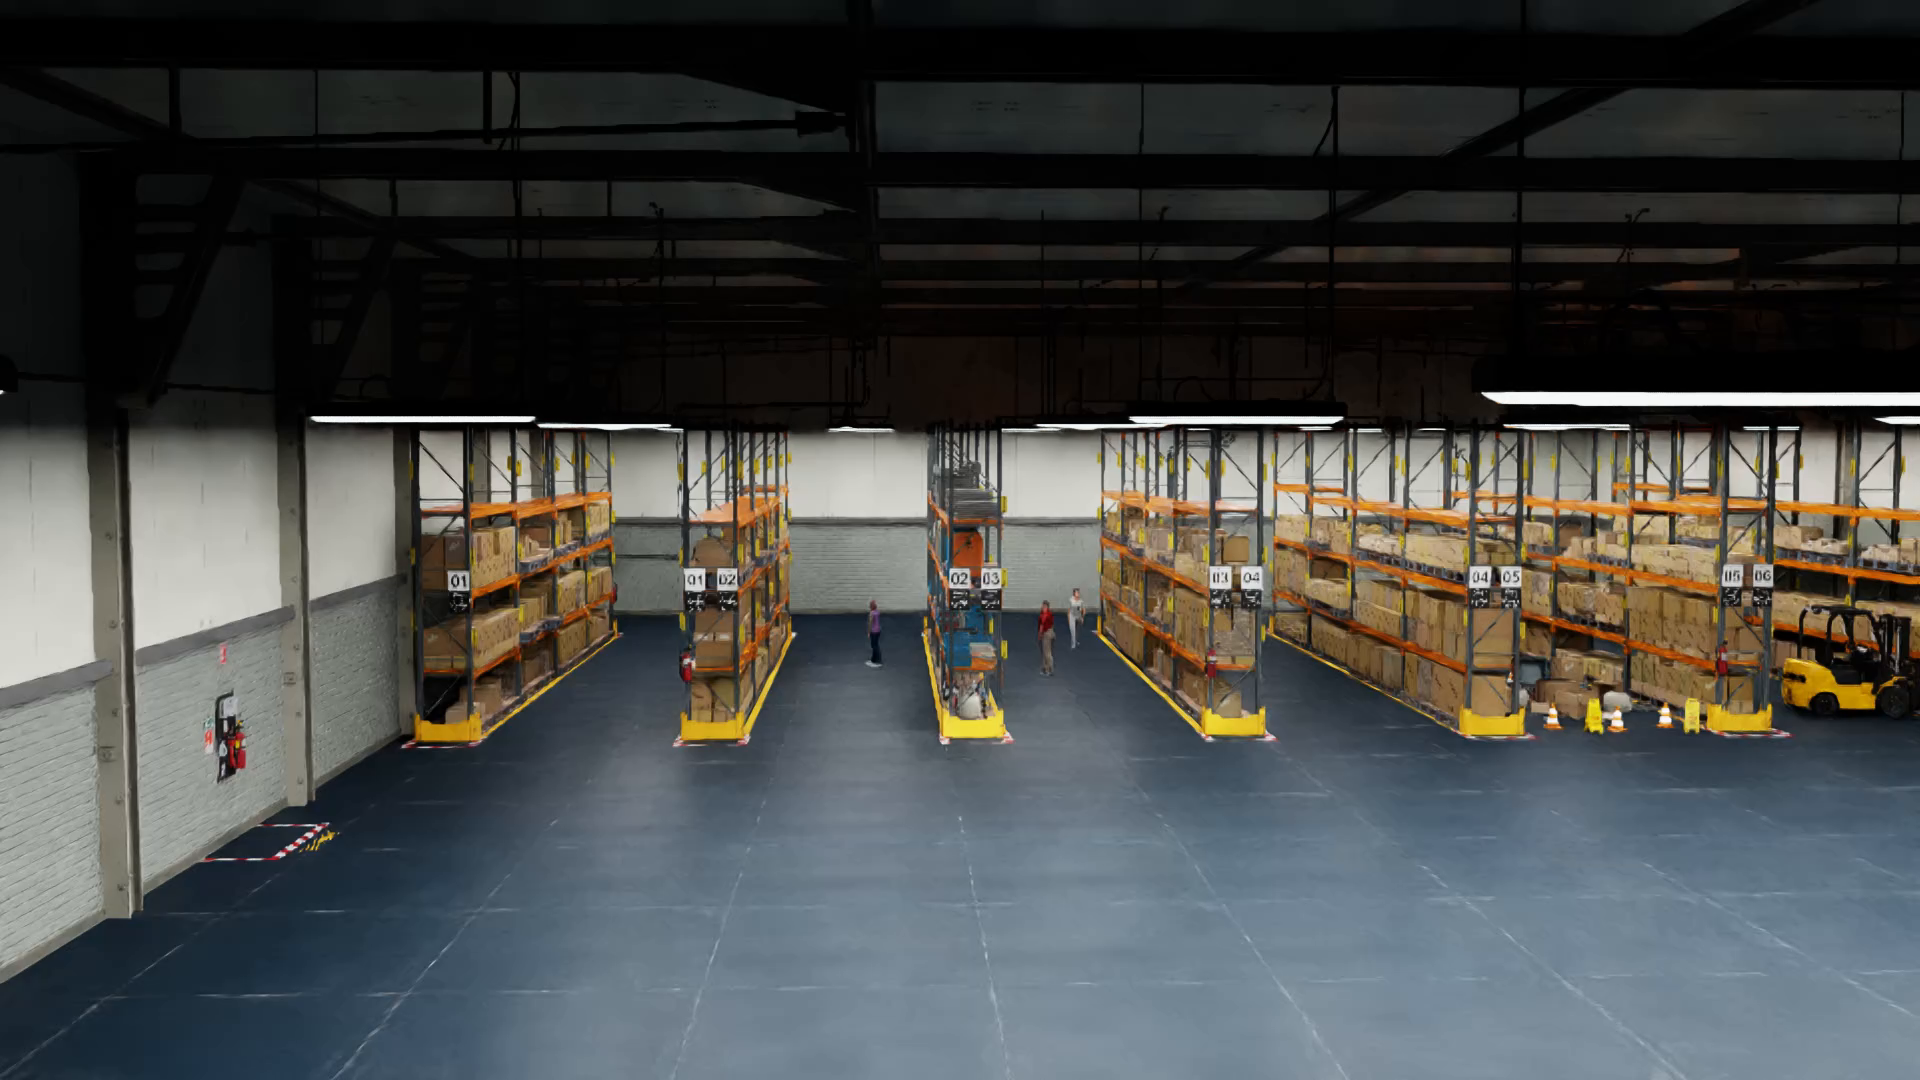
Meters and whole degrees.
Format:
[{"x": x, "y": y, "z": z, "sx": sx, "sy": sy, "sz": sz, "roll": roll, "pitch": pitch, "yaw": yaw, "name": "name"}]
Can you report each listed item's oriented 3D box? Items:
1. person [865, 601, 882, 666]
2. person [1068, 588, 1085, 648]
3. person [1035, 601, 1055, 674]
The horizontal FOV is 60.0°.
[{"x": -2.130, "y": 2.292, "z": 40.942, "sx": 0.532, "sy": 1.588, "sz": 0.535, "roll": 1, "pitch": 4, "yaw": 22, "name": "person"}, {"x": 3.119, "y": 2.065, "z": 44.465, "sx": 0.441, "sy": 1.591, "sz": 1.110, "roll": 0, "pitch": 4, "yaw": -5, "name": "person"}, {"x": 2.015, "y": 2.313, "z": 39.630, "sx": 0.586, "sy": 1.717, "sz": 0.653, "roll": 2, "pitch": 4, "yaw": 27, "name": "person"}]
